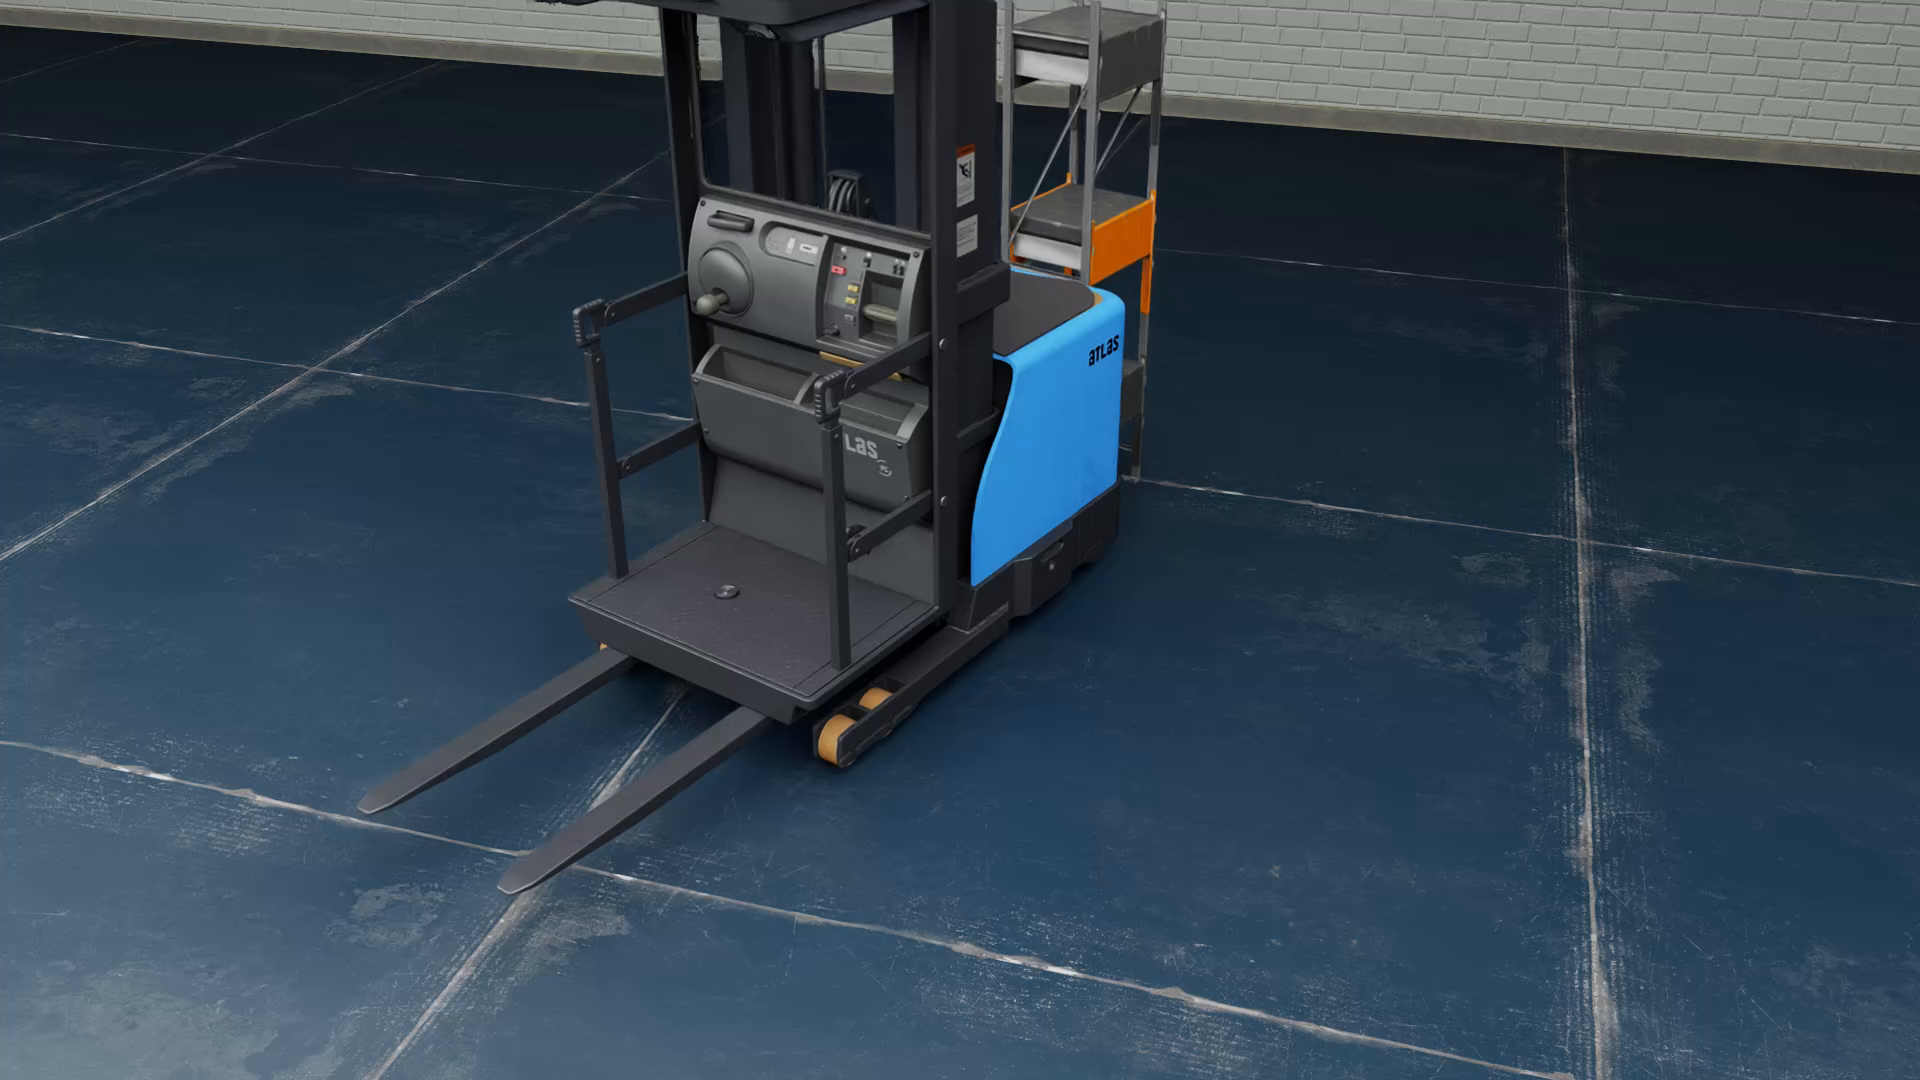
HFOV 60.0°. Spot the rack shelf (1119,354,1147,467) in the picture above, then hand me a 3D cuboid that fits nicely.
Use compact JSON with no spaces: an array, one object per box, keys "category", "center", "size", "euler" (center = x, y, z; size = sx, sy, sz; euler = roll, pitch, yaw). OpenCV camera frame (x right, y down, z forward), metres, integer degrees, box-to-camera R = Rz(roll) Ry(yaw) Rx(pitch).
[{"category":"rack shelf","center":[0.470,-0.504,6.965],"size":[0.431,0.518,0.480],"euler":[19,34,30]}]

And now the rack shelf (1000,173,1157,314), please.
[{"category":"rack shelf","center":[0.470,-1.116,6.625],"size":[0.431,0.518,0.480],"euler":[19,34,30]}]

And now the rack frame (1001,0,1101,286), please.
[{"category":"rack frame","center":[0.329,-1.031,6.444],"size":[0.400,2.100,0.015],"euler":[19,34,30]}]

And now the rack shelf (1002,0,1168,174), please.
[{"category":"rack shelf","center":[0.470,-1.728,6.284],"size":[0.431,0.518,0.480],"euler":[19,34,30]}]

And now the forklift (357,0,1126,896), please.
[{"category":"forklift","center":[-0.629,-0.809,5.190],"size":[1.130,2.935,3.031],"euler":[19,34,30]}]

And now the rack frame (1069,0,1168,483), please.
[{"category":"rack frame","center":[0.611,-1.225,6.792],"size":[0.400,2.100,0.015],"euler":[19,34,30]}]

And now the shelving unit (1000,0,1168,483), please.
[{"category":"shelving unit","center":[0.470,-1.128,6.618],"size":[0.431,2.100,0.503],"euler":[19,34,30]}]
